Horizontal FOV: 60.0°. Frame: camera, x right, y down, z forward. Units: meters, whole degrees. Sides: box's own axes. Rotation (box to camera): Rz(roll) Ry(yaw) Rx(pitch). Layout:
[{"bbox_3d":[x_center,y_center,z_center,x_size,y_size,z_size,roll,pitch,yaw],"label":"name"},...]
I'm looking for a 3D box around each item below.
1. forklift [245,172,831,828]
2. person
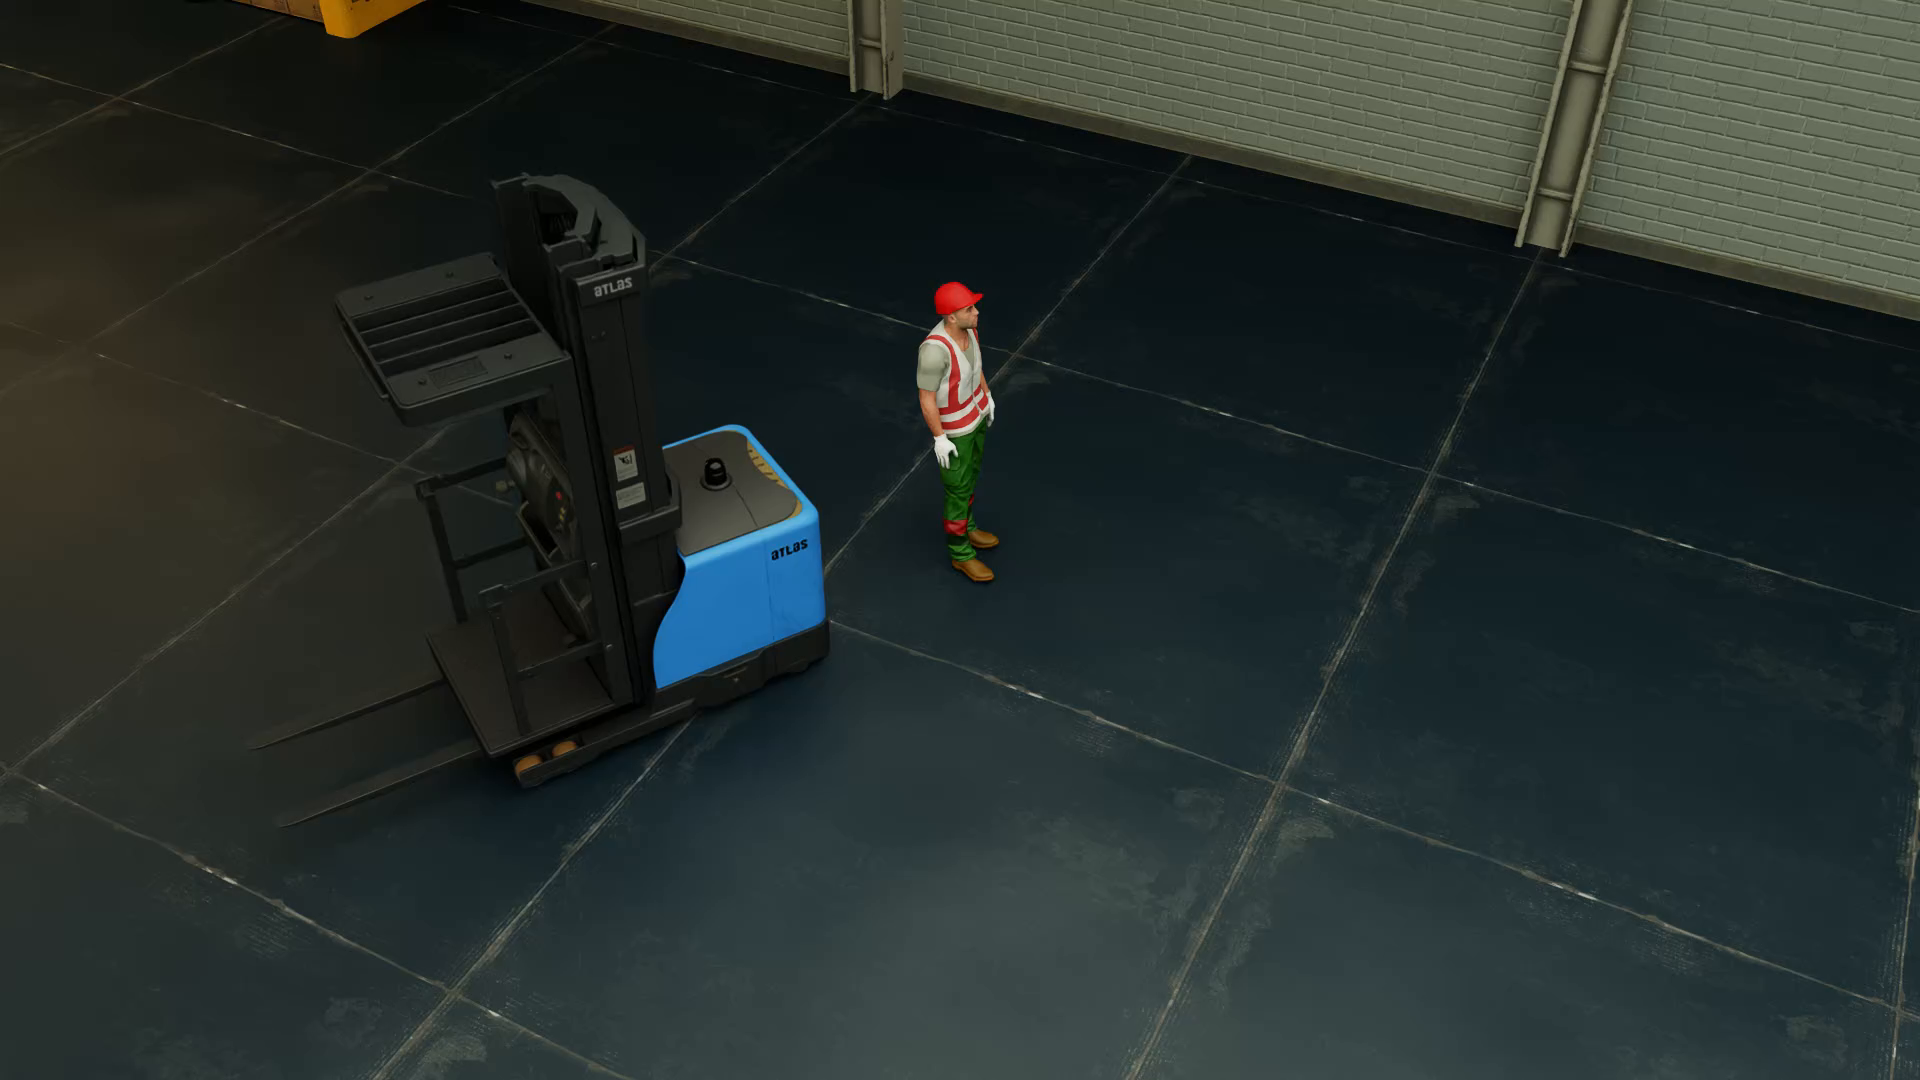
[{"bbox_3d":[-2.260,-0.218,8.245,3.031,2.935,1.130,-21,45,-23],"label":"forklift"},{"bbox_3d":[0.066,-0.658,9.646,0.564,1.782,0.638,18,43,21],"label":"person"}]
